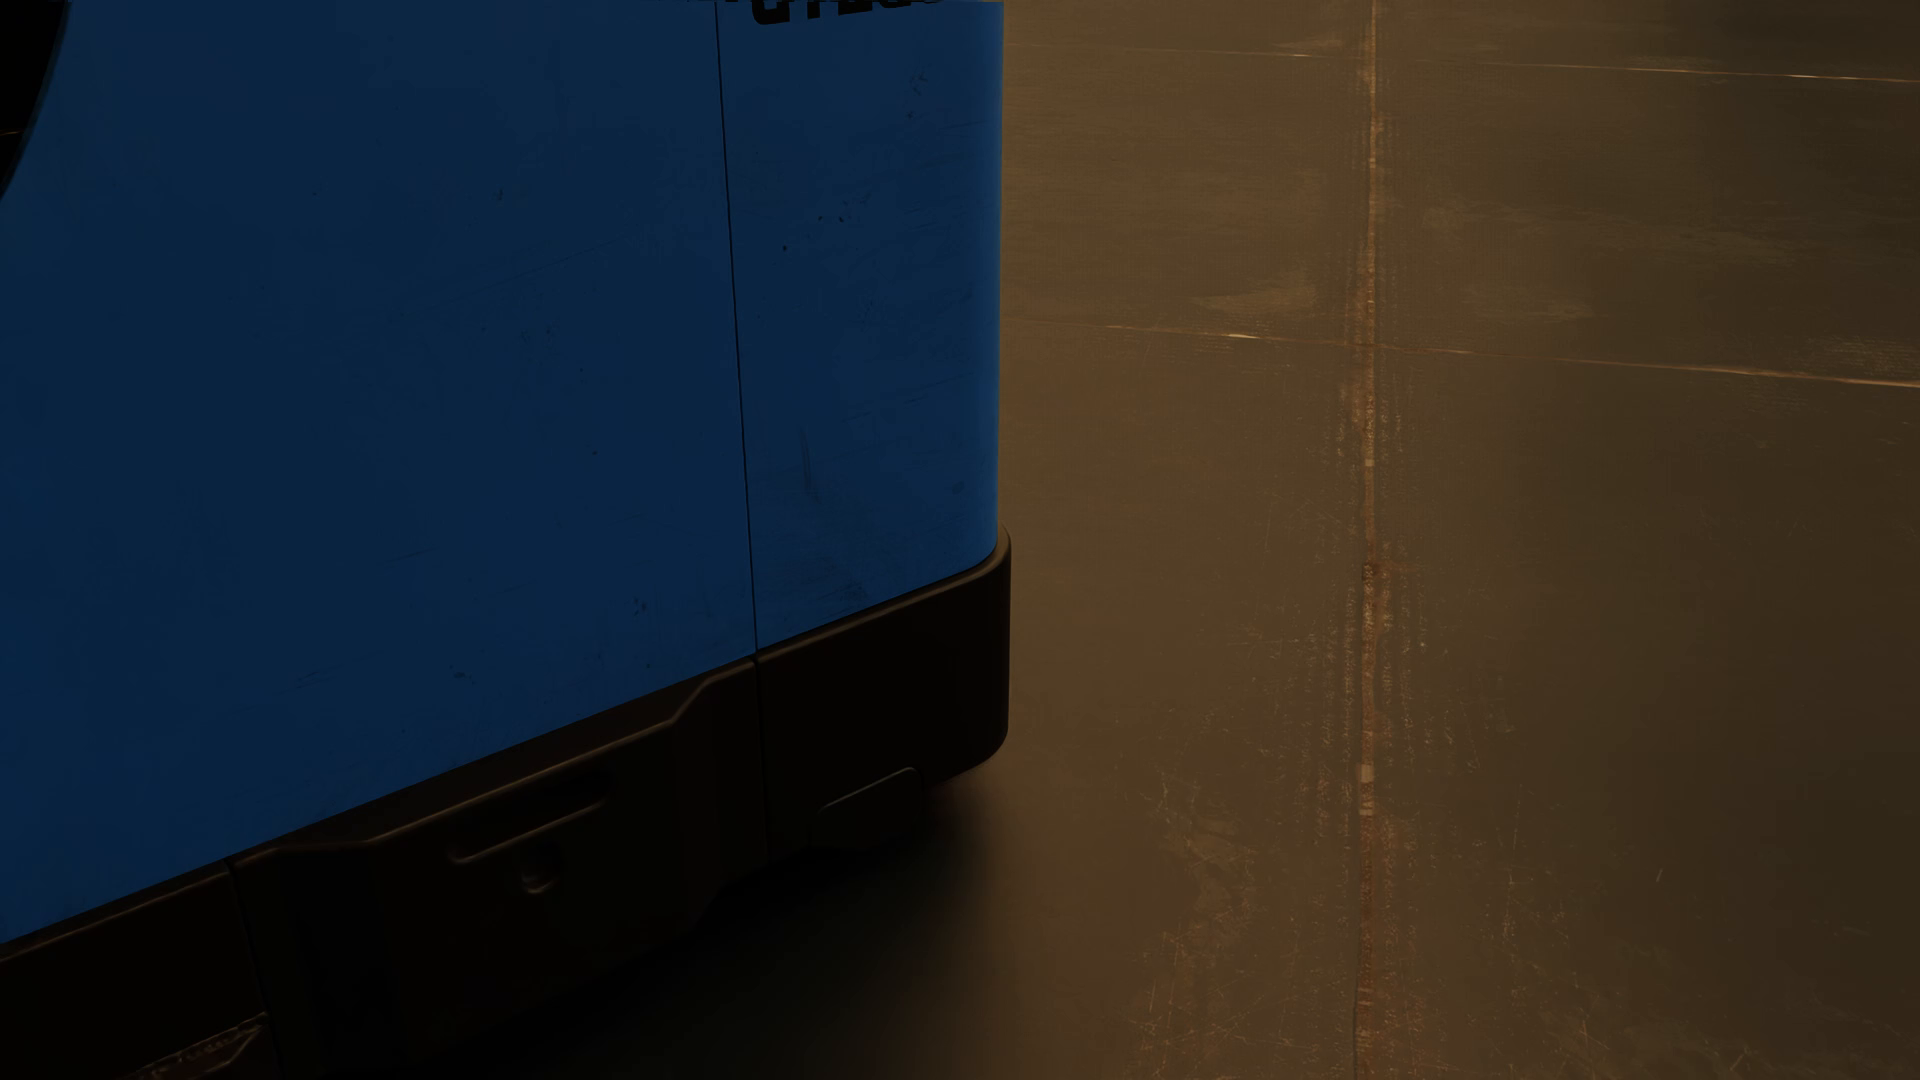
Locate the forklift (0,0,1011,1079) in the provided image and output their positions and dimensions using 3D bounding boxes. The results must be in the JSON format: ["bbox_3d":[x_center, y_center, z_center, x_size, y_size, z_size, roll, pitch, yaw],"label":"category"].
[{"bbox_3d":[-1.403,-0.772,0.775,3.031,2.935,1.130,-20,33,-35],"label":"forklift"}]
